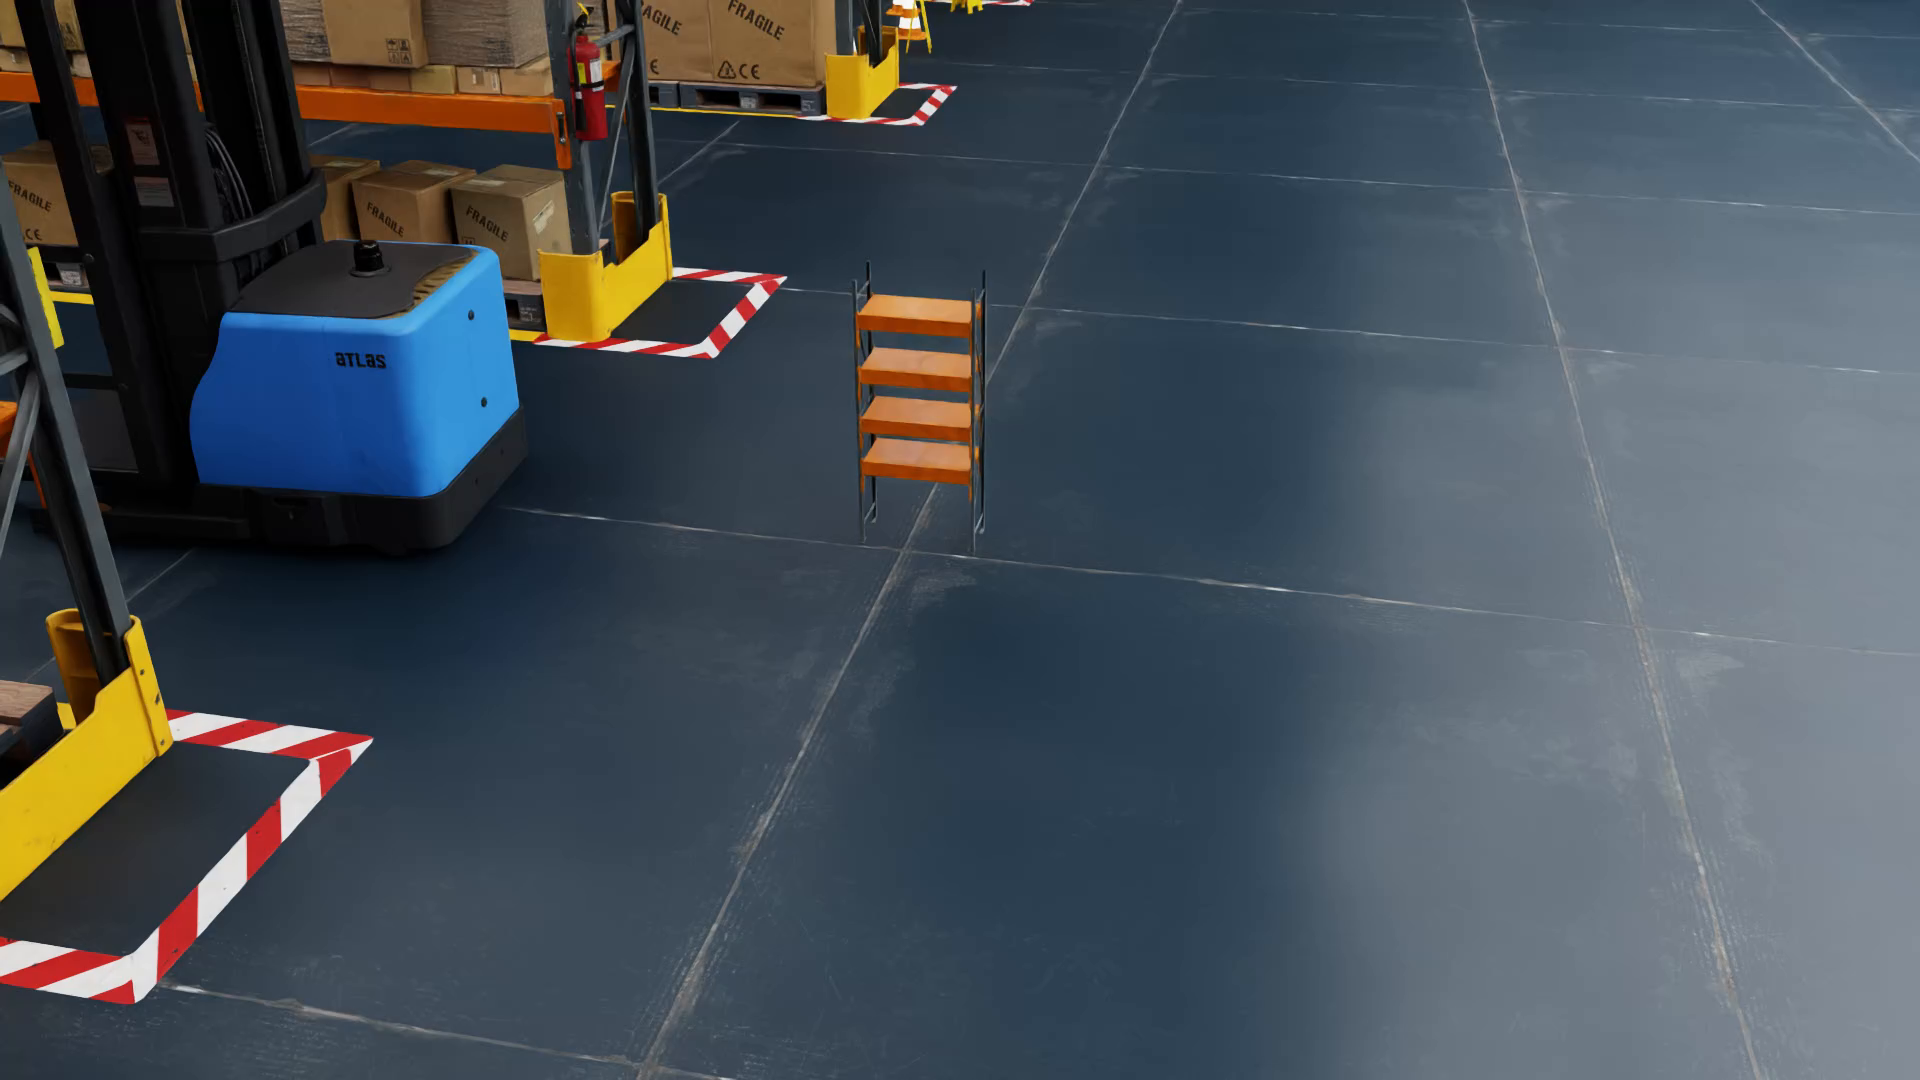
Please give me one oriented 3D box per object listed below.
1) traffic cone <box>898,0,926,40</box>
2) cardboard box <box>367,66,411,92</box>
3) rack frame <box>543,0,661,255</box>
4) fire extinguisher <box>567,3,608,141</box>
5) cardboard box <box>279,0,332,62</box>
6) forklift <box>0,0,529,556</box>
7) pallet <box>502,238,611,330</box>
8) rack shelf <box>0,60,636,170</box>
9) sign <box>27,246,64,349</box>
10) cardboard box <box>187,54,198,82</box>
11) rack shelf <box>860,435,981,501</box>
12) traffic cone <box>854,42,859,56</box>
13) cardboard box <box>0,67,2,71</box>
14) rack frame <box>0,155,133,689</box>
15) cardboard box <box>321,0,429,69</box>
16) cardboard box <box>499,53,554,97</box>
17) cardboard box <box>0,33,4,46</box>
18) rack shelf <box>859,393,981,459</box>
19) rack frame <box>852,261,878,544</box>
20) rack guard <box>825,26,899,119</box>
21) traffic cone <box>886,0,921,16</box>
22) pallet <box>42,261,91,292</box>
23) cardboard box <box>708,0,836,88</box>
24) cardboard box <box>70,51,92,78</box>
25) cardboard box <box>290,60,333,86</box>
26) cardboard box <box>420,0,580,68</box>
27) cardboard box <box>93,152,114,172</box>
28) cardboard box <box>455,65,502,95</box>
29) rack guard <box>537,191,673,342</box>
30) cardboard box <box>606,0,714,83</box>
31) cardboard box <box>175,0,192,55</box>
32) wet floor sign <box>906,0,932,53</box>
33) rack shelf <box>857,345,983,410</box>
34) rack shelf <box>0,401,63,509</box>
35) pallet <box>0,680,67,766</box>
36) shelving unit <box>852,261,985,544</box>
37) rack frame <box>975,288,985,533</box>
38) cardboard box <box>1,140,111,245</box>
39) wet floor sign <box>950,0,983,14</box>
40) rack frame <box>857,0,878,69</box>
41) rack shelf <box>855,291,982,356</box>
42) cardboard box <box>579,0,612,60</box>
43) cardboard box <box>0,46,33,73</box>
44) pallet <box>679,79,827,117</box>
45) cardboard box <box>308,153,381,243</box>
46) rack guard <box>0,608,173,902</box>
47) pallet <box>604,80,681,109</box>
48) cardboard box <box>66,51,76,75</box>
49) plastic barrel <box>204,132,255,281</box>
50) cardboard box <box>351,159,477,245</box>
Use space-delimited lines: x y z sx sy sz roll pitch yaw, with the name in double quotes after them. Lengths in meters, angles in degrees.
-0.484 -5.117 16.115 0.334 0.463 0.336 6 29 11 "traffic cone"
-3.027 -2.574 9.090 0.250 0.149 0.380 6 29 11 "cardboard box"
-1.964 -2.694 9.047 0.127 3.000 1.000 6 29 11 "rack frame"
-1.949 -2.432 8.649 0.183 0.674 0.296 6 29 11 "fire extinguisher"
-3.491 -3.001 9.193 0.500 0.500 0.875 6 29 11 "cardboard box"
-3.549 -5.838 14.862 5.417 2.935 18.928 4 29 7 "forklift"
-2.826 -1.577 9.910 1.213 0.211 1.003 6 29 11 "pallet"
-3.920 -2.579 9.586 4.000 0.370 1.077 6 29 11 "rack shelf"
-2.880 -0.747 5.203 0.005 0.325 0.100 6 29 11 "sign"
-4.259 -2.678 9.279 0.250 0.149 0.380 6 29 11 "cardboard box"
-0.162 -0.310 7.120 0.480 0.148 0.258 6 29 11 "rack shelf"
-1.053 -4.621 15.208 0.334 0.463 0.336 6 29 11 "traffic cone"
-5.487 -2.791 9.486 0.250 0.149 0.380 6 29 11 "cardboard box"
-2.999 -0.368 4.798 0.127 3.000 1.000 6 29 11 "rack frame"
-3.011 -2.930 9.065 0.500 0.500 0.875 6 29 11 "cardboard box"
-2.286 -2.515 8.983 0.250 0.149 0.380 6 29 11 "cardboard box"
-5.449 -3.195 9.549 0.500 0.500 0.875 6 29 11 "cardboard box"
-0.162 -0.484 7.025 0.480 0.148 0.258 6 29 11 "rack shelf"
-0.401 -0.567 7.037 0.015 1.200 0.240 6 29 11 "rack frame"
-0.806 -3.914 13.879 0.348 0.500 1.175 6 29 11 "rack guard"
-0.585 -5.673 17.129 0.334 0.463 0.336 6 29 11 "traffic cone"
-5.212 -1.821 10.357 1.213 0.211 1.003 6 29 11 "pallet"
-1.507 -4.302 13.760 0.875 0.875 0.875 6 29 11 "cardboard box"
-4.754 -2.714 9.345 0.250 0.149 0.380 6 29 11 "cardboard box"
-3.512 -2.633 9.198 0.250 0.149 0.380 6 29 11 "cardboard box"
-2.497 -2.936 9.076 0.500 0.500 0.875 6 29 11 "cardboard box"
-4.932 -2.070 10.073 0.500 0.500 0.500 16 32 26 "cardboard box"
-2.531 -2.541 9.029 0.250 0.149 0.380 6 29 11 "cardboard box"
-2.039 -1.605 9.661 0.348 0.500 1.175 6 29 11 "rack guard"
-2.368 -4.390 13.920 0.875 0.875 0.875 5 29 10 "cardboard box"
-3.977 -3.056 9.295 0.500 0.500 0.875 6 29 11 "cardboard box"
-0.388 -4.907 15.542 0.232 0.644 0.267 1 29 2 "wet floor sign"
-0.162 -0.680 6.917 0.480 0.148 0.258 6 29 11 "rack shelf"
-4.955 -0.253 5.338 4.000 0.370 1.077 6 29 11 "rack shelf"
-3.876 0.786 5.595 1.213 0.211 1.003 6 29 11 "pallet"
-0.164 -0.543 6.993 0.499 1.200 0.258 6 29 11 "shelving unit"
0.077 -0.519 6.948 0.006 1.046 0.228 6 29 11 "rack frame"
-5.493 -2.124 10.172 0.500 0.500 0.500 5 29 9 "cardboard box"
0.067 -5.794 17.161 0.232 0.644 0.267 17 33 28 "wet floor sign"
-0.831 -5.012 13.281 0.053 2.616 0.949 6 29 11 "rack frame"
-0.162 -0.888 6.803 0.480 0.148 0.258 6 29 11 "rack shelf"
-3.259 -4.482 14.088 0.875 0.875 0.875 6 29 11 "cardboard box"
-5.237 -2.779 9.464 0.250 0.149 0.380 6 29 11 "cardboard box"
-1.628 -3.833 14.032 1.213 0.211 1.003 6 29 11 "pallet"
-3.772 -1.968 9.886 0.500 0.500 0.500 9 30 15 "cardboard box"
-3.083 0.743 5.372 0.348 0.500 1.175 6 29 11 "rack guard"
-2.818 -3.957 14.258 1.213 0.211 1.003 6 29 11 "pallet"
-4.990 -2.758 9.426 0.250 0.149 0.380 6 29 11 "cardboard box"
-7.553 -0.845 6.822 8.785 1.474 2.652 6 29 11 "plastic barrel"
-3.163 -1.896 9.755 0.500 0.500 0.500 14 32 24 "cardboard box"
